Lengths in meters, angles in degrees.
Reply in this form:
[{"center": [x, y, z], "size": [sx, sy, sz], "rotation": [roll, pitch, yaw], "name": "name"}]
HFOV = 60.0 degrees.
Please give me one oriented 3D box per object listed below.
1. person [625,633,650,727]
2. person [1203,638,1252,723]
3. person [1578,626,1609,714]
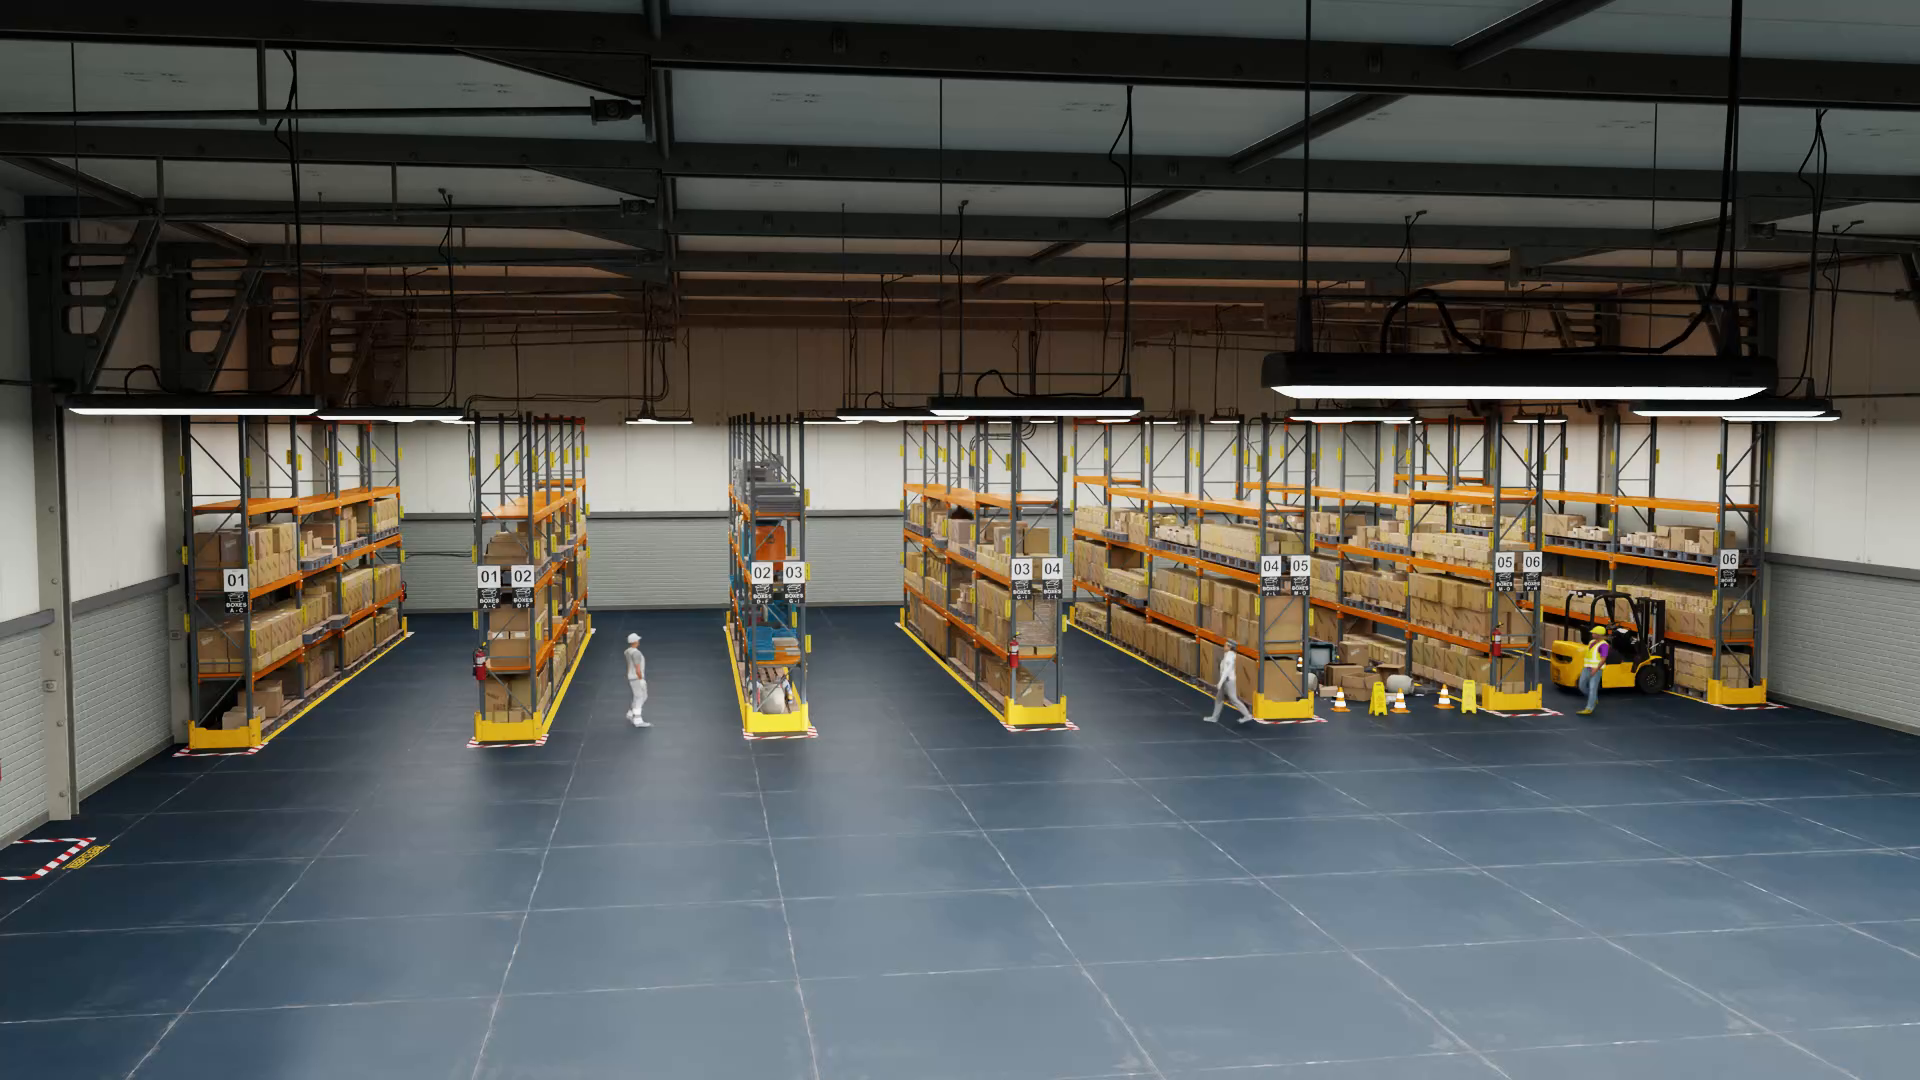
[{"center": [-6.180, 2.673, 31.836], "size": [0.470, 1.792, 0.604], "rotation": [-1, 4, -11], "name": "person"}, {"center": [5.161, 2.713, 32.018], "size": [0.934, 1.649, 0.494], "rotation": [1, 4, 10], "name": "person"}, {"center": [12.597, 2.589, 33.206], "size": [0.632, 1.751, 0.644], "rotation": [-2, 4, -30], "name": "person"}]
